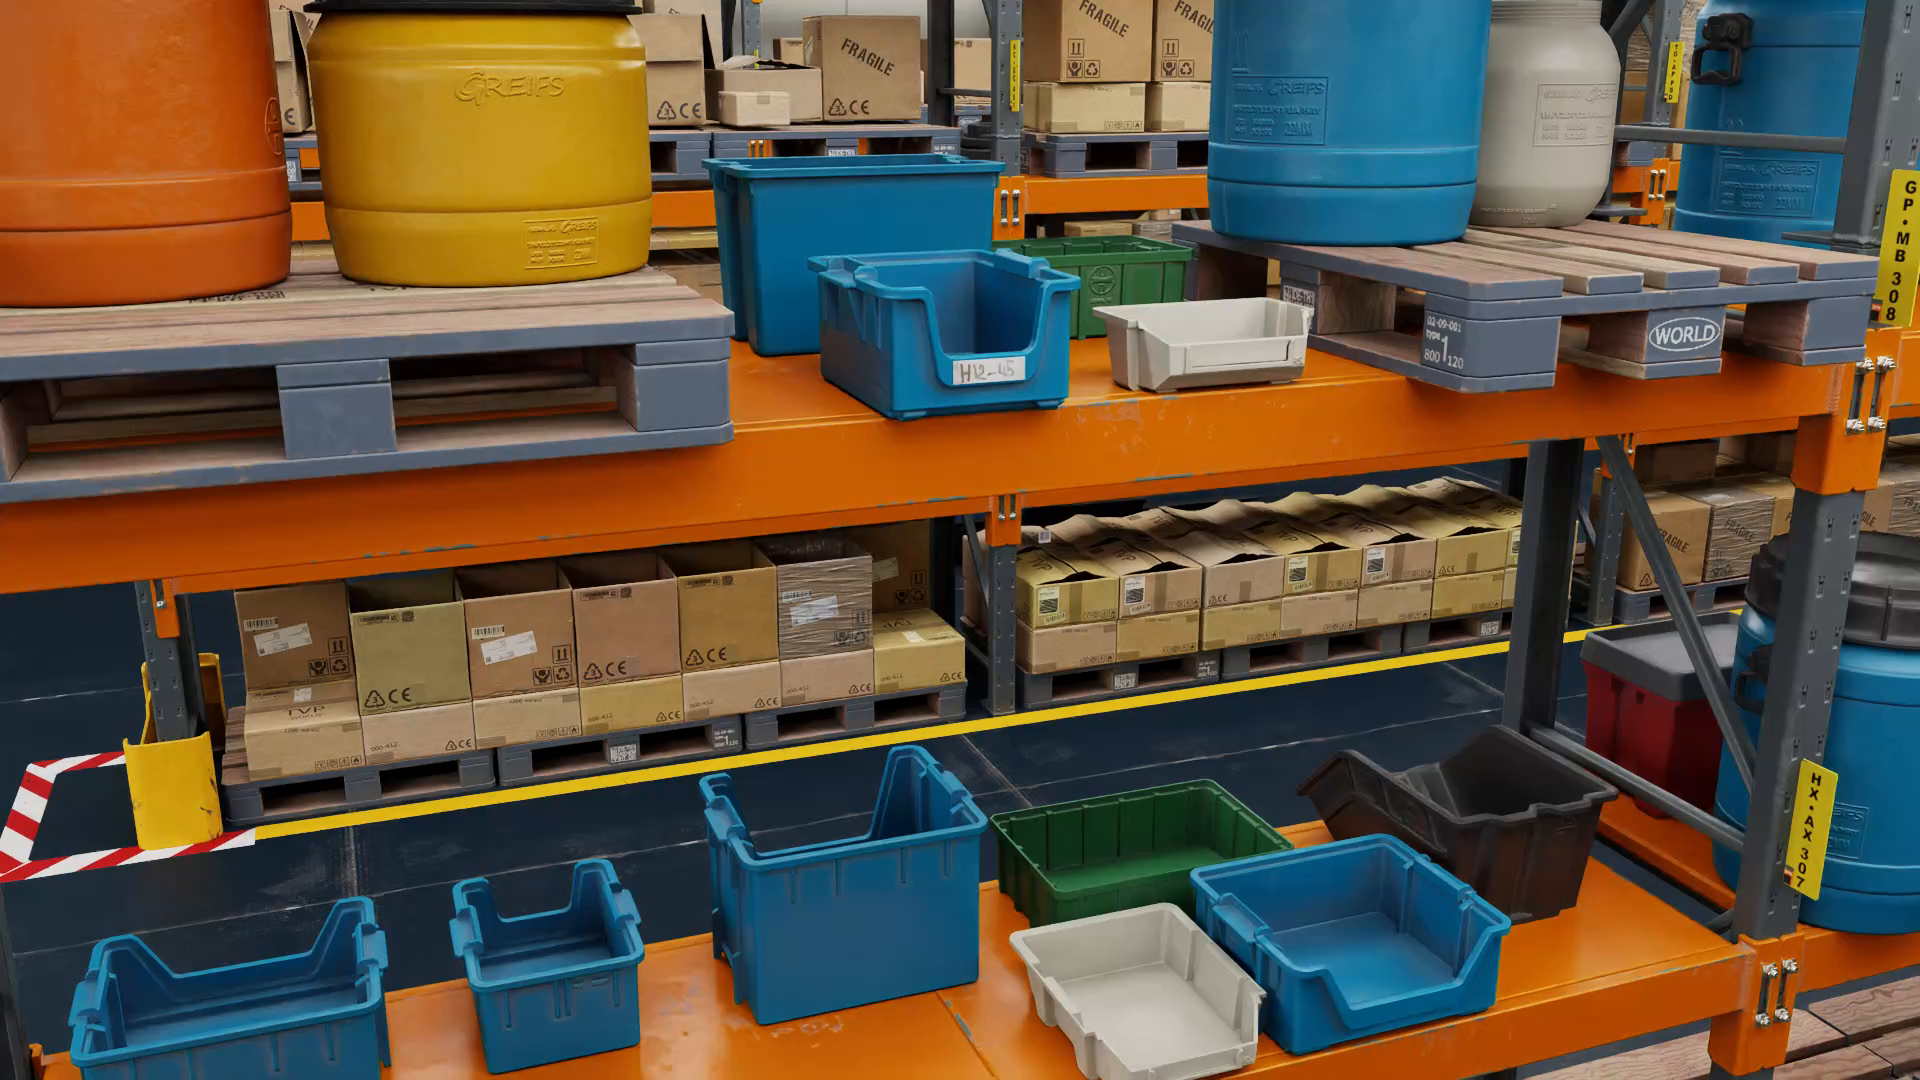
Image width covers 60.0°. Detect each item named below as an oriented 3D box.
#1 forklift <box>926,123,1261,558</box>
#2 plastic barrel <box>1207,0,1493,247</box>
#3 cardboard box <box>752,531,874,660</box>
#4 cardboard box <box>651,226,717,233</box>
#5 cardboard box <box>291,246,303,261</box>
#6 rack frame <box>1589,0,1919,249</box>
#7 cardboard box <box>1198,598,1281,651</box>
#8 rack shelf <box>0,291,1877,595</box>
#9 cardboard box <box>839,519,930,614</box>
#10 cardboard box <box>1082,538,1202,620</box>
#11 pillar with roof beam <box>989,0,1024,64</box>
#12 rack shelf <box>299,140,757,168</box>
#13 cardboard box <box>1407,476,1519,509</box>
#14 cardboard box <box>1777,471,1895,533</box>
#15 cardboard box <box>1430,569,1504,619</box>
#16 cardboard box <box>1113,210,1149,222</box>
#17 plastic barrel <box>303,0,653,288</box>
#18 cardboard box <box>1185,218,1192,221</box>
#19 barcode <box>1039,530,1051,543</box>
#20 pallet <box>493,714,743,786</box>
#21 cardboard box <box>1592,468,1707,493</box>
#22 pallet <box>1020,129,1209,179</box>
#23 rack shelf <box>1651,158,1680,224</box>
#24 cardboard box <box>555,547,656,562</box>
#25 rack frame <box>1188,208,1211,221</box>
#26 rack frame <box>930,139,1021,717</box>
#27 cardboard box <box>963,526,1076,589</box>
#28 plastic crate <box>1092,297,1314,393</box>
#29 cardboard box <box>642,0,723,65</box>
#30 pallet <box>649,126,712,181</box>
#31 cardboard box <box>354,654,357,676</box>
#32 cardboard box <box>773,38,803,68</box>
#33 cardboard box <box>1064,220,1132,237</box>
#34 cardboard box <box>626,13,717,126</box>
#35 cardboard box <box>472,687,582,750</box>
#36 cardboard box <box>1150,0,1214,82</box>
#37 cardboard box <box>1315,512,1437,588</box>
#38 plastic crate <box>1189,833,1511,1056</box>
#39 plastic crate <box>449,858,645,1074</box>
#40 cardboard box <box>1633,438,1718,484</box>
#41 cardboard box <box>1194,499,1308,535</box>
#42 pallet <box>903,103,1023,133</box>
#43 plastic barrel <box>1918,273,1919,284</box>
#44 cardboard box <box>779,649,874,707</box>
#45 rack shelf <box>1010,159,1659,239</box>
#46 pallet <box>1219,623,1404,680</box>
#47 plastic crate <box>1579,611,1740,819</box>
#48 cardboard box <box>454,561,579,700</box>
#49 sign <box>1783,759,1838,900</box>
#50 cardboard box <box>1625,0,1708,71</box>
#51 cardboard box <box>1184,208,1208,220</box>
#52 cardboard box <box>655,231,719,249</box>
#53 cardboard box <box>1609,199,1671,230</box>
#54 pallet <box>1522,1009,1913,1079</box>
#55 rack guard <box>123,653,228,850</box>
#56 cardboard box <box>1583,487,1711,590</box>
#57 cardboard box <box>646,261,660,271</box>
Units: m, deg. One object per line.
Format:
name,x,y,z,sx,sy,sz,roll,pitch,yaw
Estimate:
forklift,0.709,-1.461,11.870,3.031,2.935,1.130,-6,17,-18
plastic barrel,0.862,-1.135,3.682,0.708,0.901,0.600,-6,17,-20
cardboard box,-0.765,0.280,8.626,0.500,0.500,0.500,-6,17,-20
cardboard box,-2.229,-2.238,13.295,0.500,0.500,0.500,-7,18,-21
cardboard box,-4.897,-1.796,11.790,0.500,0.500,0.500,-6,17,-20
rack frame,1.830,-2.205,3.635,0.127,3.000,1.000,-6,17,-20
cardboard box,1.486,0.408,9.519,0.500,0.250,0.500,-7,18,-22
rack shelf,-0.038,-0.219,3.472,4.000,0.370,1.077,-6,17,-20
cardboard box,-0.484,0.093,9.263,0.500,0.500,0.500,-6,17,-20
cardboard box,1.005,0.194,9.254,0.500,0.311,0.500,-6,18,-21
pillar with roof beam,2.037,-4.178,10.356,0.400,9.000,9.100,-6,17,-20
rack shelf,-3.583,-2.825,12.348,4.000,0.370,1.077,-6,17,-20
cardboard box,3.202,-0.209,10.625,0.500,0.311,0.500,-6,17,-18
cardboard box,5.766,-0.173,11.019,0.500,0.500,0.500,-7,18,-22
cardboard box,2.912,0.255,10.042,0.500,0.250,0.500,-6,18,-21
cardboard box,1.413,-2.827,14.293,0.250,0.149,0.380,-9,19,-29
plastic barrel,-0.887,-0.802,3.104,0.600,0.588,0.600,0,16,0
cardboard box,2.366,-2.653,15.069,0.500,0.500,0.500,-6,17,-20
barcode,0.448,-0.018,8.789,0.075,0.075,0.001,-6,17,-20
pallet,-1.838,0.901,8.654,1.213,0.211,1.003,-6,17,-20
cardboard box,4.585,-0.201,11.114,0.500,0.500,0.500,-5,17,-18
pallet,0.880,-2.070,8.838,1.217,0.209,0.805,-7,18,-22
rack shelf,5.663,-2.329,10.658,4.000,0.370,1.077,-6,17,-20
cardboard box,-1.884,0.244,8.746,0.500,0.500,0.500,-6,17,-20
rack frame,2.020,-2.336,14.730,0.127,3.000,1.000,-6,17,-20
rack frame,0.061,-0.630,8.919,0.127,3.000,1.000,-6,17,-20
cardboard box,0.336,0.103,9.564,0.500,0.311,0.500,-6,17,-20
plastic crate,0.475,-0.371,3.181,0.396,0.136,0.243,-6,17,-20
cardboard box,-2.086,-3.787,12.361,0.500,0.500,0.500,-8,18,-25
pallet,-1.864,-1.812,7.778,1.213,0.211,1.003,-6,17,-20
cardboard box,-2.817,0.706,8.506,0.500,0.250,0.500,-6,17,-20
cardboard box,-1.176,-3.656,12.976,0.500,0.500,0.500,-4,17,-12
cardboard box,1.072,-2.482,14.267,0.500,0.500,0.700,-8,18,-25
cardboard box,-1.522,-2.254,7.951,0.637,0.503,0.797,-4,17,-14
cardboard box,-2.162,0.794,8.205,0.500,0.250,0.500,-6,17,-20
cardboard box,1.174,-2.674,8.746,0.500,0.500,0.500,-4,17,-15
cardboard box,2.439,0.037,9.786,0.500,0.311,0.500,-6,17,-20
plastic crate,0.893,0.928,3.878,0.616,0.251,0.499,-6,17,-20
plastic crate,-0.937,0.955,3.785,0.408,0.251,0.499,-6,17,-20
cardboard box,4.636,-0.567,11.032,0.500,0.250,0.500,-5,17,-18
cardboard box,1.757,-0.051,10.087,0.500,0.311,0.500,-6,18,-21
pallet,-0.134,-3.422,13.436,1.003,0.211,1.213,-6,17,-20
plastic barrel,2.837,-1.180,4.580,0.600,0.901,0.600,0,16,0
cardboard box,-0.765,0.640,8.730,0.500,0.250,0.500,-6,17,-20
rack shelf,1.928,-1.926,9.285,4.000,0.370,1.077,-6,17,-20
pallet,1.876,0.499,10.023,1.213,0.211,1.003,-6,17,-20
plastic crate,2.172,0.514,4.911,0.583,0.464,0.402,-6,17,-20
cardboard box,-2.166,0.431,8.110,0.500,0.500,0.500,-6,17,-20
sign,2.016,0.687,3.944,0.005,0.325,0.100,-6,17,-20
cardboard box,4.205,-3.042,9.859,0.500,0.500,0.500,-6,17,-20
cardboard box,2.350,-3.010,14.953,0.500,0.250,0.500,-6,17,-19
cardboard box,-2.046,-2.101,12.830,0.500,0.500,0.500,-6,17,-20
cardboard box,6.267,-2.934,16.232,0.700,0.700,0.980,-6,17,-19
pallet,2.549,1.922,5.177,1.213,0.211,1.003,-6,17,-20
rack guard,-3.697,0.975,7.890,0.348,0.500,1.175,-6,17,-20
cardboard box,4.323,-0.016,10.483,0.500,0.500,0.500,-5,17,-18
cardboard box,-1.757,-1.102,8.047,0.500,0.500,0.700,-6,17,-20
